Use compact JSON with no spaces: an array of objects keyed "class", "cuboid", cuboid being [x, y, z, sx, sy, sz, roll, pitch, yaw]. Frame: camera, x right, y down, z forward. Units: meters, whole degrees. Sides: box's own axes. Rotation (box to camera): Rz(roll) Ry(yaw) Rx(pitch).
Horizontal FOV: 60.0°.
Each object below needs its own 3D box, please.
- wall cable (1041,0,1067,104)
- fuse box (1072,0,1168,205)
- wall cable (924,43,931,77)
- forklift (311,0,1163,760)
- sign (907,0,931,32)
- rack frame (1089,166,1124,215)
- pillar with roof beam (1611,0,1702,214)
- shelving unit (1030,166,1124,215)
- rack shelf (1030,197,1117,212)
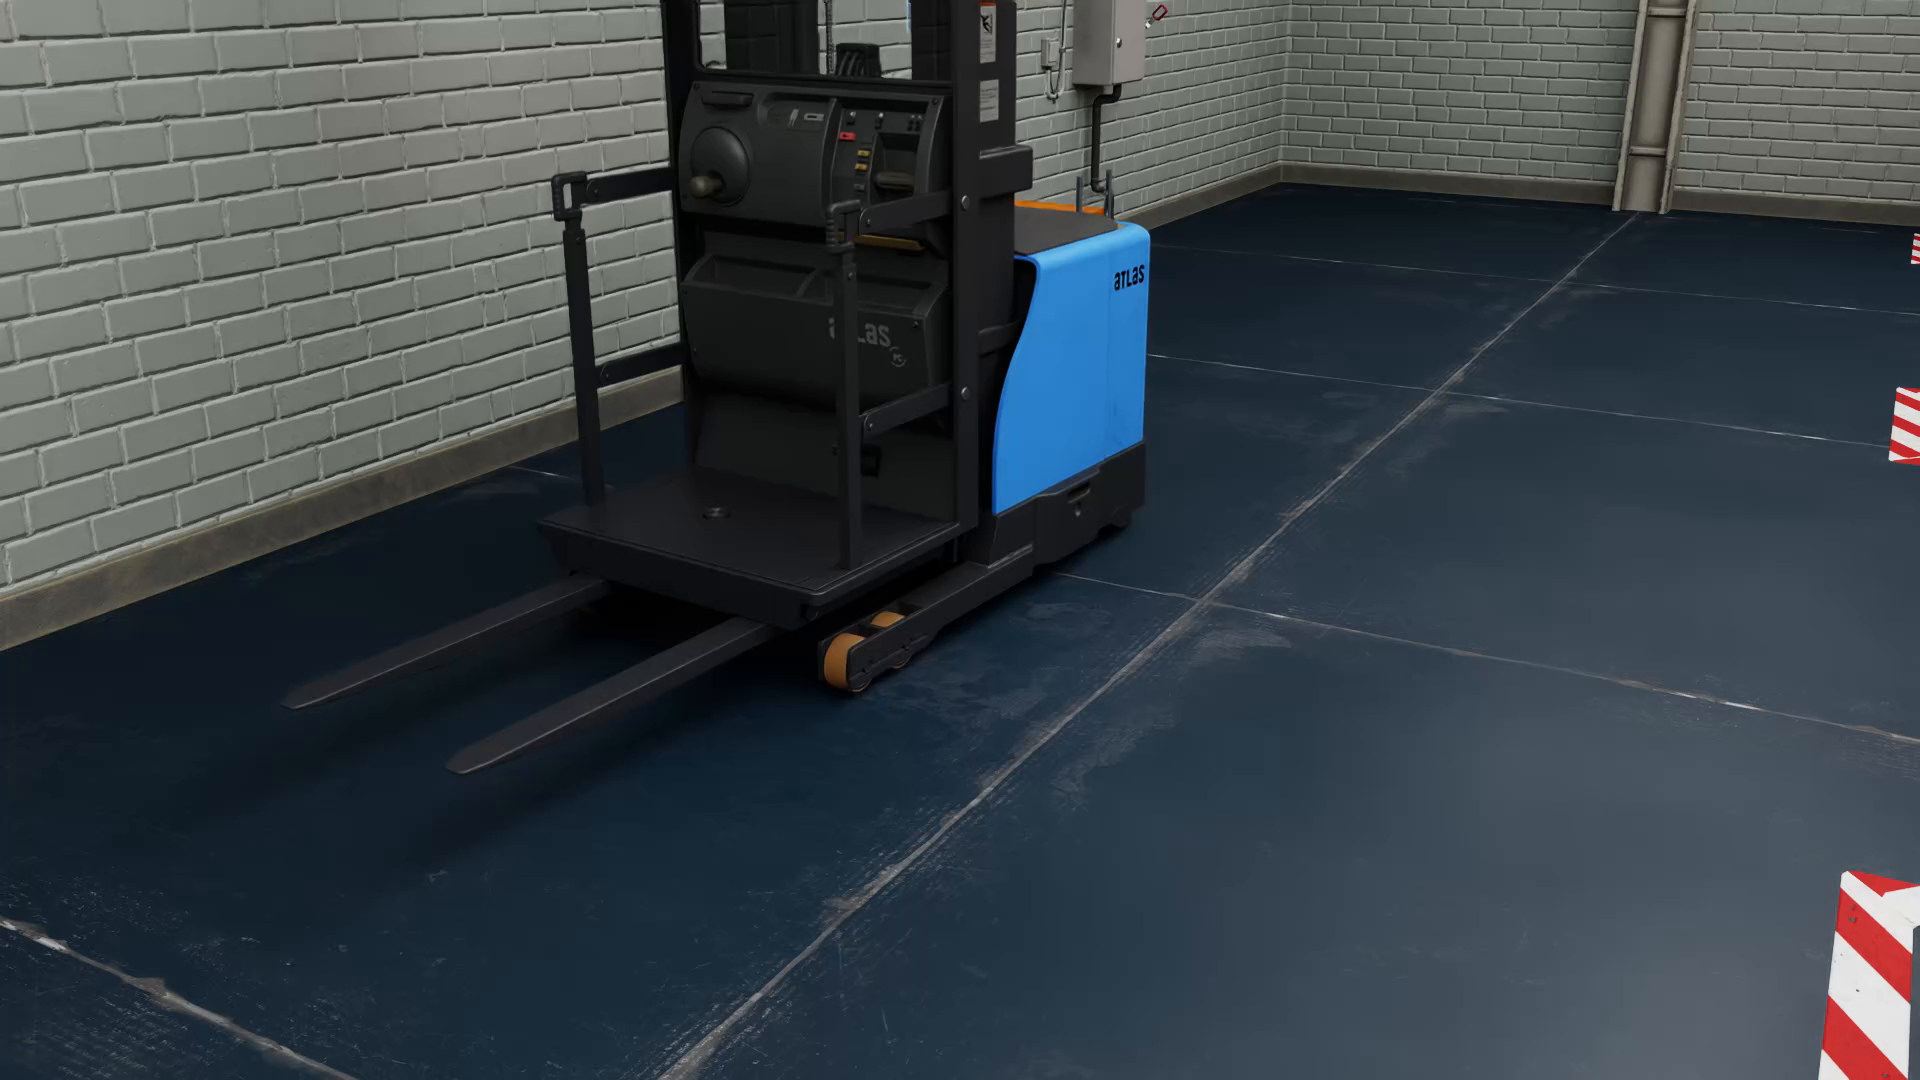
[{"class":"wall cable","cuboid":[0.560,-3.625,9.971,0.122,1.984,0.588,11,23,27]},{"class":"fuse box","cuboid":[1.030,-2.719,10.852,0.414,1.711,0.539,11,23,27]},{"class":"wall cable","cuboid":[-0.121,-3.216,8.796,0.123,1.953,0.585,11,23,27]},{"class":"forklift","cuboid":[-0.514,-1.158,4.759,1.130,2.935,3.031,13,24,31]},{"class":"sign","cuboid":[-0.198,-2.847,8.917,0.001,0.218,0.327,11,23,27]},{"class":"rack frame","cuboid":[0.537,-0.786,6.273,0.015,1.200,0.240,13,23,31]},{"class":"pillar with roof beam","cuboid":[3.216,-5.527,7.904,0.400,9.000,9.100,11,23,27]},{"class":"shelving unit","cuboid":[0.333,-0.832,6.398,0.503,1.200,0.258,13,23,31]},{"class":"rack shelf","cuboid":[0.333,-1.201,6.264,0.480,0.148,0.258,13,23,31]}]
